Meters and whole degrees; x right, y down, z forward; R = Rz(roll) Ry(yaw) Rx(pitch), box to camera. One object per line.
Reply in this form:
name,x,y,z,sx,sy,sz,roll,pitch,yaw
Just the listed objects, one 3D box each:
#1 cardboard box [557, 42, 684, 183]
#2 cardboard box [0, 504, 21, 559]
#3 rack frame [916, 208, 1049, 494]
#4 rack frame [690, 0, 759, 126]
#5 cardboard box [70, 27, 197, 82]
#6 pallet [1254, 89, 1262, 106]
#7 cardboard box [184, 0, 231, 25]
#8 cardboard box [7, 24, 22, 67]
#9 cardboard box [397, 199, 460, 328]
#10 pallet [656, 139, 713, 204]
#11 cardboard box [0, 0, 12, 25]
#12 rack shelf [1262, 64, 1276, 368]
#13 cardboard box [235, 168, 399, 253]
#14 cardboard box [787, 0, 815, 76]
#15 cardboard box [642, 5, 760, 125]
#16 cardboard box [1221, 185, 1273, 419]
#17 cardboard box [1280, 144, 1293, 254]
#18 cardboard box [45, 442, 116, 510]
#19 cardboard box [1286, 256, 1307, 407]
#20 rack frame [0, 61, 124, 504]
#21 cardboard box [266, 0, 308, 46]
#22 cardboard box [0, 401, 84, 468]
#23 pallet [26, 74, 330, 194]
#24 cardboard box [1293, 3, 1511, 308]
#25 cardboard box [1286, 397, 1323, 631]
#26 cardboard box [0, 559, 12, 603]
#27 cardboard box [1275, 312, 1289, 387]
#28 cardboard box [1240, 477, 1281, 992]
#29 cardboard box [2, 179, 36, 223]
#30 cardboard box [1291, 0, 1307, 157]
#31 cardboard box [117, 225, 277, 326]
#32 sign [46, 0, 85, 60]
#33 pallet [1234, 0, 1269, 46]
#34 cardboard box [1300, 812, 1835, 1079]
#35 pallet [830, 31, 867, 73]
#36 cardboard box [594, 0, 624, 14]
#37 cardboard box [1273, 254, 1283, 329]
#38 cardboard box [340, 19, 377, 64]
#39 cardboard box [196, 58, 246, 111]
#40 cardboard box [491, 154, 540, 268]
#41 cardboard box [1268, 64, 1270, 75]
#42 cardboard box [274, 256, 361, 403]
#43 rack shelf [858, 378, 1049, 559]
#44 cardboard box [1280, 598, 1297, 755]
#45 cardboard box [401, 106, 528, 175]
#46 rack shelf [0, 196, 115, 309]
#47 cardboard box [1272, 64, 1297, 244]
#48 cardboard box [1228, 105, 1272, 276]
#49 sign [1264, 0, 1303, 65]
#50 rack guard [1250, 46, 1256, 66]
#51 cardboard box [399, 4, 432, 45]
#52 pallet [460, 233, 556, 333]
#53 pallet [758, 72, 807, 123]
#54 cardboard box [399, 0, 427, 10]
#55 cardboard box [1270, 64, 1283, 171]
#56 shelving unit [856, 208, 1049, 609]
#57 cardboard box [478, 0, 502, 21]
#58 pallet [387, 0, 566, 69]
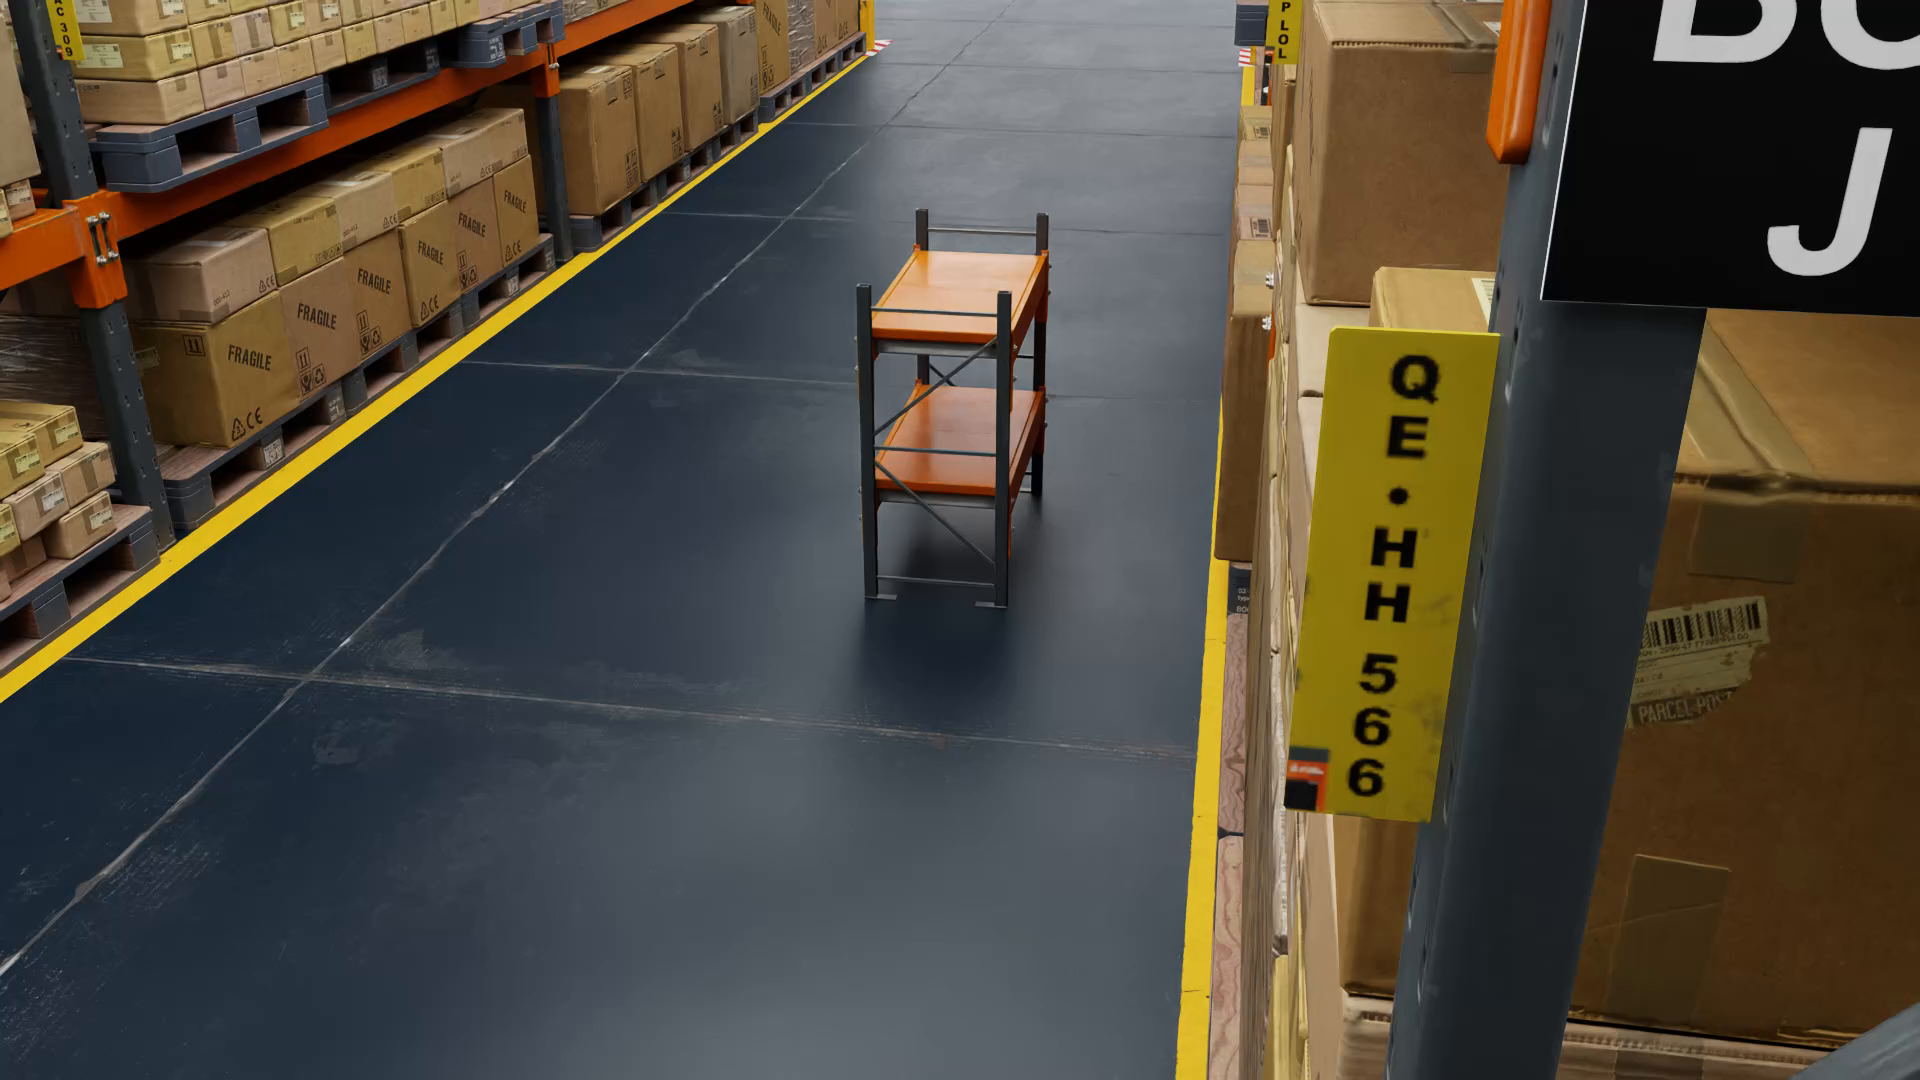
cardboard box,-2.450,-2.812,10.878,1.050,0.750,0.750,4,25,9
cardboard box,-3.227,-0.006,5.242,0.380,0.149,0.250,3,25,7
rack frame,0.082,-0.719,6.460,0.500,1.125,0.032,4,25,9
rack frame,-2.124,-4.700,12.752,1.000,3.000,0.127,4,25,9
cardboard box,-2.913,-1.698,5.789,0.380,0.149,0.250,4,25,9
pallet,2.828,-3.334,13.124,1.003,0.211,1.213,4,25,9
cardboard box,-2.873,-1.950,5.976,0.380,0.149,0.250,5,25,10
cardboard box,-3.561,-1.745,5.890,0.380,0.149,0.250,5,26,10
cardboard box,-2.786,-1.352,8.054,0.500,0.500,0.500,3,25,6
pallet,-2.372,-2.597,11.549,1.003,0.211,1.213,4,25,9
cardboard box,-3.558,-1.881,5.830,0.380,0.149,0.250,5,26,11
rack shelf,1.773,-1.479,6.719,1.077,0.370,4.000,4,25,9
cardboard box,-2.877,-1.478,7.438,0.500,0.250,0.500,5,26,11
cardboard box,-1.808,-4.563,14.471,0.875,0.875,0.875,4,25,9
cardboard box,-2.136,-3.605,12.572,1.050,0.750,0.750,4,25,8
cardboard box,1.676,-0.839,6.514,1.225,0.875,0.875,3,25,7
cardboard box,1.110,-0.856,4.367,0.500,0.250,0.500,4,25,8
cardboard box,-3.169,-0.234,5.728,0.380,0.149,0.250,5,25,10
cardboard box,0.945,-0.432,3.460,0.500,0.250,0.500,5,25,10
rack frame,-3.428,-1.354,5.604,0.949,2.616,0.053,4,25,9
cardboard box,-2.789,-2.023,6.484,0.380,0.149,0.250,3,25,6
cardboard box,-3.232,-0.355,5.637,0.380,0.149,0.250,5,25,10
pallet,-3.163,-1.577,6.306,1.003,0.211,1.213,4,25,9
cardboard box,0.947,-0.768,3.295,0.500,0.500,0.500,3,25,7
cardboard box,0.776,-0.008,2.555,0.500,0.250,0.500,3,25,7
cardboard box,-3.264,0.153,5.253,0.380,0.149,0.250,3,25,7
cardboard box,0.942,-0.423,3.912,0.380,0.149,0.250,3,25,7
cardboard box,1.112,0.451,3.759,0.875,0.875,0.875,4,25,9
cardboard box,-3.247,-1.104,5.367,0.380,0.149,0.250,4,25,8
cardboard box,1.115,-1.192,4.199,0.500,0.500,0.500,4,25,9
cardboard box,-3.050,-1.042,6.507,0.500,0.250,0.500,3,25,6
sign,-2.895,-1.712,5.347,0.100,0.325,0.005,4,25,9
pallet,2.111,-2.859,9.047,1.213,0.211,1.003,4,25,9
cardboard box,0.609,0.417,1.647,0.500,0.250,0.500,4,25,8
pallet,-1.523,-4.770,16.191,1.003,0.211,1.213,4,25,9
cardboard box,-2.357,-3.454,9.973,0.500,0.500,0.500,4,25,8
cardboard box,1.026,-0.644,4.383,0.380,0.149,0.250,3,25,7
cardboard box,-2.705,-2.110,7.020,0.380,0.149,0.250,4,25,8
cardboard box,-2.873,-1.680,6.101,0.380,0.149,0.250,4,25,9
cardboard box,-2.627,-1.792,8.992,0.500,0.500,0.500,4,25,8
cardboard box,1.752,-2.502,7.938,0.500,0.500,0.500,5,26,10
cardboard box,-2.964,-0.924,7.139,0.500,0.500,0.500,5,26,11
rack shelf,-0.001,-0.285,6.109,0.538,0.278,1.000,4,25,9
cardboard box,0.691,0.220,2.539,0.380,0.149,0.250,3,25,7
cardboard box,-2.631,-2.120,8.810,0.500,0.250,0.500,3,25,7
rack shelf,-1.351,-0.689,3.293,5.958,1.845,4.006,4,25,9
cardboard box,1.253,-1.228,5.217,0.500,0.500,0.500,4,25,9
cardboard box,1.966,-1.582,8.102,1.225,0.875,0.875,3,25,6
sign,0.909,-1.490,4.623,0.100,0.325,0.005,4,25,9
rack guard,3.394,-4.823,15.964,1.175,0.500,0.348,4,25,9
cardboard box,-2.619,-2.329,7.488,0.380,0.149,0.250,5,26,10
pallet,-2.907,-1.437,9.071,1.003,0.211,1.213,4,25,9
pallet,-1.922,-3.749,14.011,1.003,0.211,1.213,4,25,9
cardboard box,-2.618,-2.460,7.418,0.380,0.149,0.250,5,25,10
cardboard box,1.419,-1.653,6.126,0.500,0.500,0.500,4,25,8
shelving unit,-0.001,-0.507,6.006,0.538,1.125,1.048,4,25,9
cardboard box,-2.488,-2.654,8.182,0.380,0.149,0.250,4,25,9
pallet,-2.789,-2.634,8.566,1.213,0.211,1.003,4,25,9
